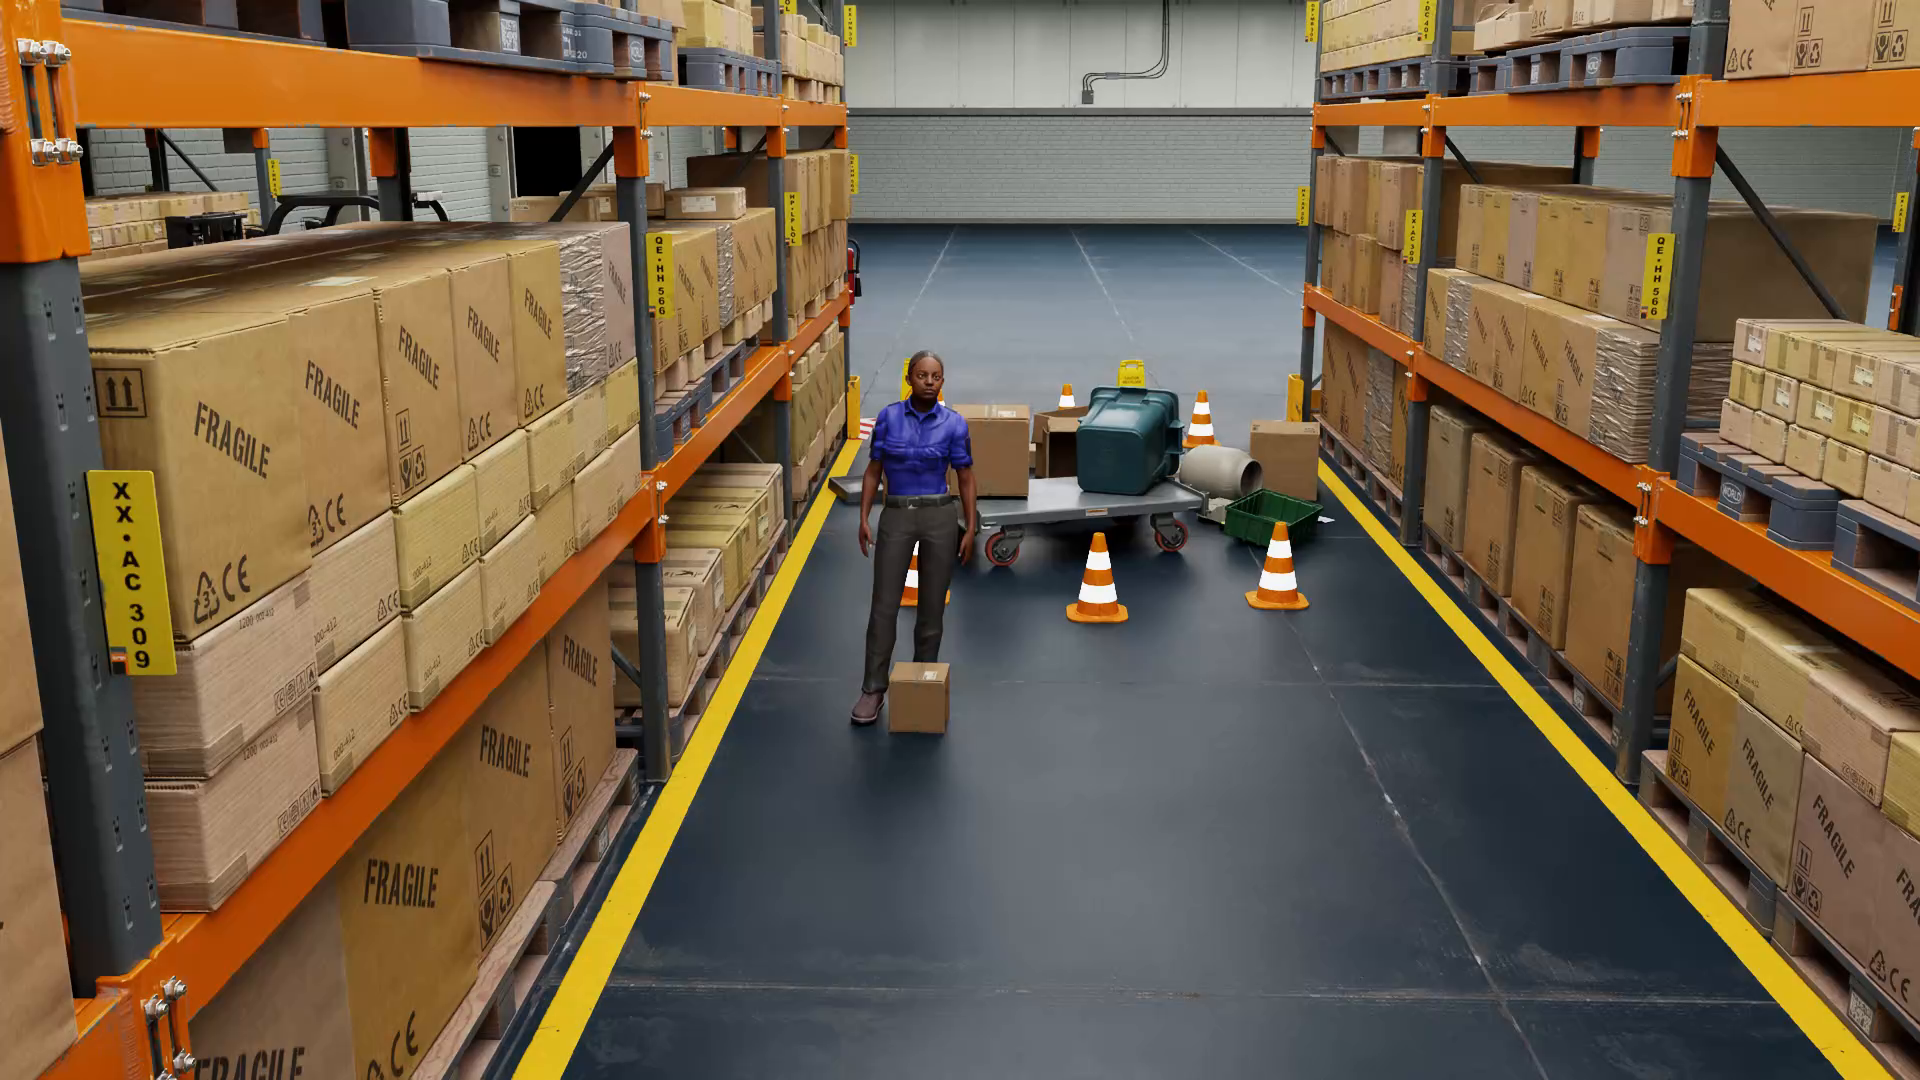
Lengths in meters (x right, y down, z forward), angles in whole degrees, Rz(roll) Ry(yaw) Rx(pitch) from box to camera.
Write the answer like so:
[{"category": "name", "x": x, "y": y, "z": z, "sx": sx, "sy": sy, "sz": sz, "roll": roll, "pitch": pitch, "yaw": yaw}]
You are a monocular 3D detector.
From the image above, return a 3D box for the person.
[{"category": "person", "x": -0.210, "y": -0.021, "z": 7.563, "sx": 0.570, "sy": 1.654, "sz": 0.504, "roll": 0, "pitch": 14, "yaw": 2}]
